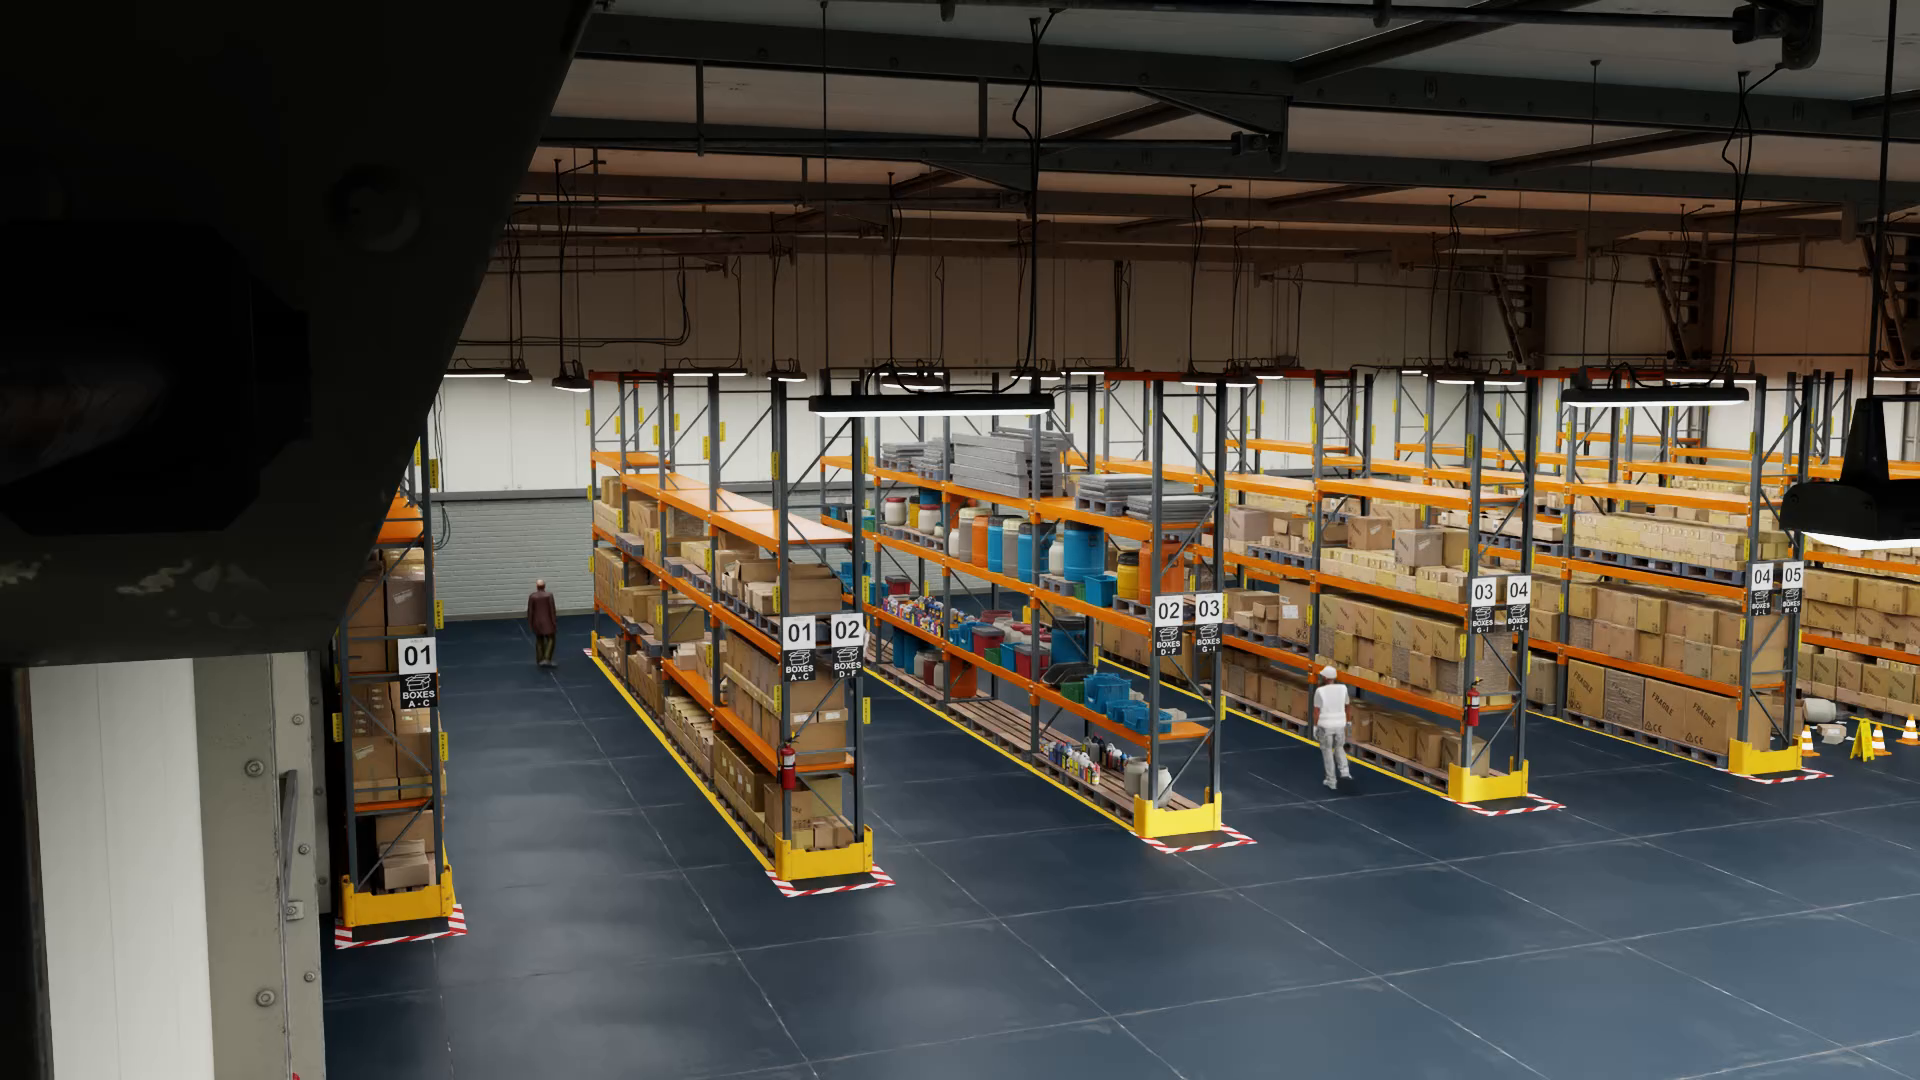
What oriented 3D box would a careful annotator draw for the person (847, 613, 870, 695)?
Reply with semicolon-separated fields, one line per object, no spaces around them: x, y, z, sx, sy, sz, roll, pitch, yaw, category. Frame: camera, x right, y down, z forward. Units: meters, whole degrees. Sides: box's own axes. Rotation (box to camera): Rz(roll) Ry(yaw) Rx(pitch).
-1.959;2.107;30.726;0.604;1.617;0.714;-1;6;-8;person

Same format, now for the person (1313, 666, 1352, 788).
5.452;2.734;24.319;0.598;1.772;0.492;-1;6;-11;person

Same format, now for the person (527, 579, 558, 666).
-8.490;1.686;33.775;0.633;1.778;0.587;1;6;7;person

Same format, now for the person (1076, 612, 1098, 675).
2.447;1.905;32.344;0.493;1.662;0.752;-2;7;-17;person

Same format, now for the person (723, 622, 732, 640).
-4.712;1.706;33.717;0.564;1.714;1.099;-3;7;-24;person
